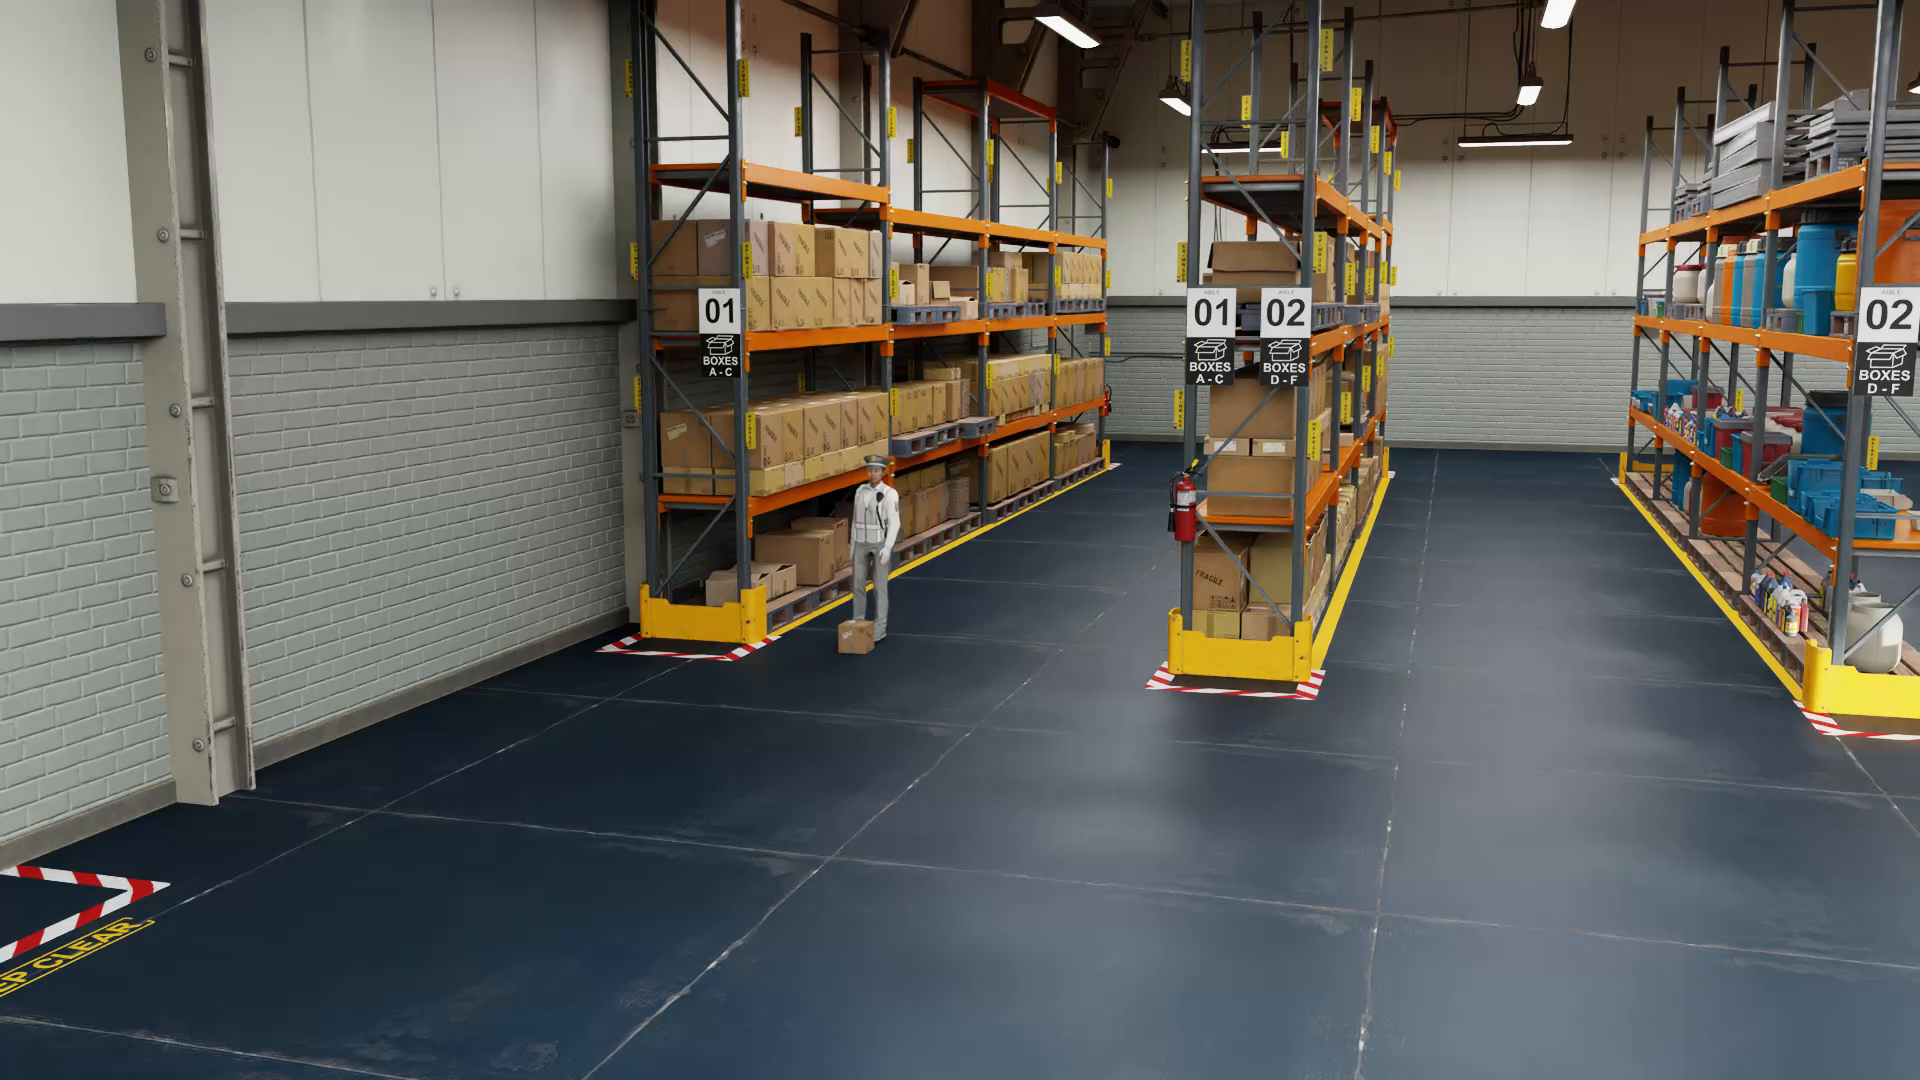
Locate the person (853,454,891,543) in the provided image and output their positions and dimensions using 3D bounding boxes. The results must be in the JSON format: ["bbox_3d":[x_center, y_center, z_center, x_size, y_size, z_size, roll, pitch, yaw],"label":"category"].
[{"bbox_3d":[-0.778,-0.377,15.110,0.374,0.816,0.348,4,9,25],"label":"person"}]
